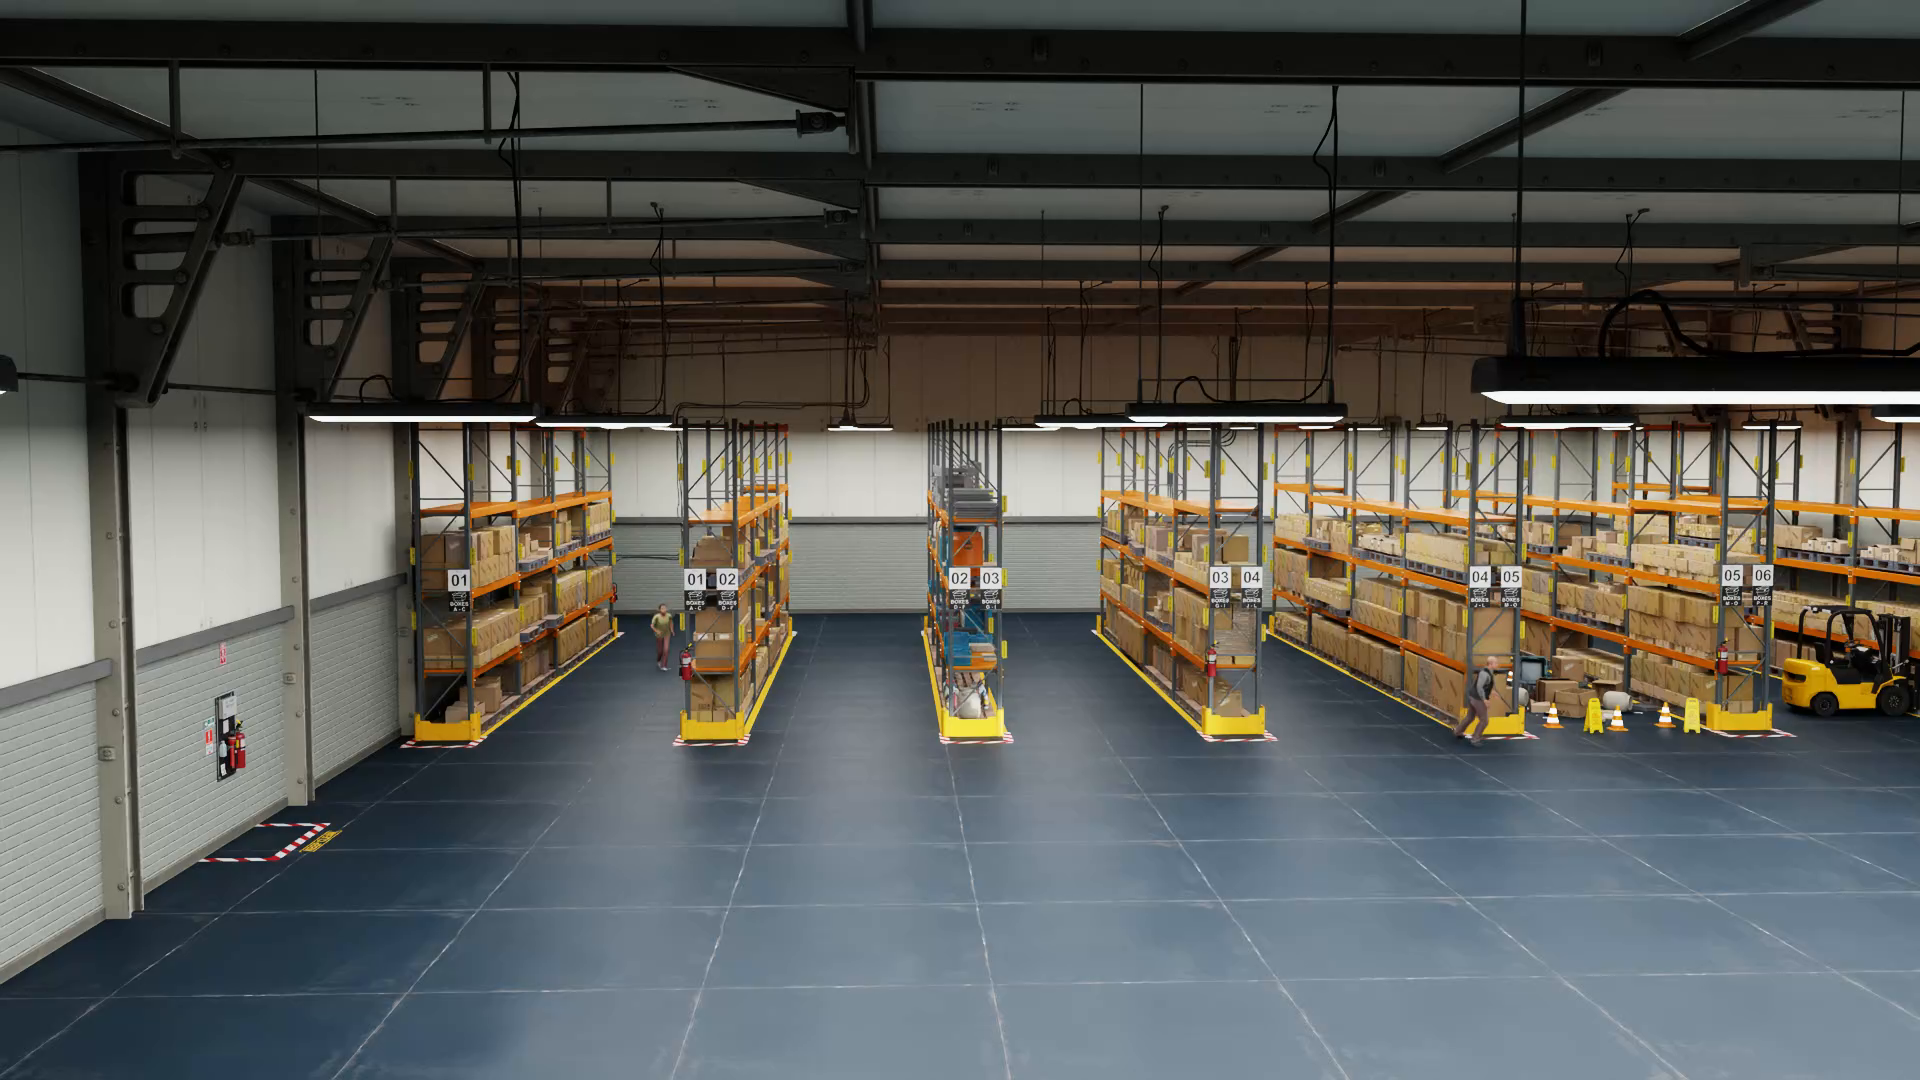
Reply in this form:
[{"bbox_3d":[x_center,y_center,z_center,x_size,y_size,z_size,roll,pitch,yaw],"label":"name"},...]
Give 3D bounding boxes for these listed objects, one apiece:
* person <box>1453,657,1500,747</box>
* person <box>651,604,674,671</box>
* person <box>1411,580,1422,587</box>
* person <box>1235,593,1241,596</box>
[{"bbox_3d":[9.503,2.951,30.559,0.819,1.669,0.694,1,4,15],"label":"person"},{"bbox_3d":[-7.219,2.338,40.312,0.577,1.623,0.791,-1,4,-18],"label":"person"},{"bbox_3d":[13.518,1.727,49.353,0.651,1.647,0.554,0,4,6],"label":"person"},{"bbox_3d":[7.801,1.832,47.101,0.689,1.773,0.685,0,4,5],"label":"person"}]
